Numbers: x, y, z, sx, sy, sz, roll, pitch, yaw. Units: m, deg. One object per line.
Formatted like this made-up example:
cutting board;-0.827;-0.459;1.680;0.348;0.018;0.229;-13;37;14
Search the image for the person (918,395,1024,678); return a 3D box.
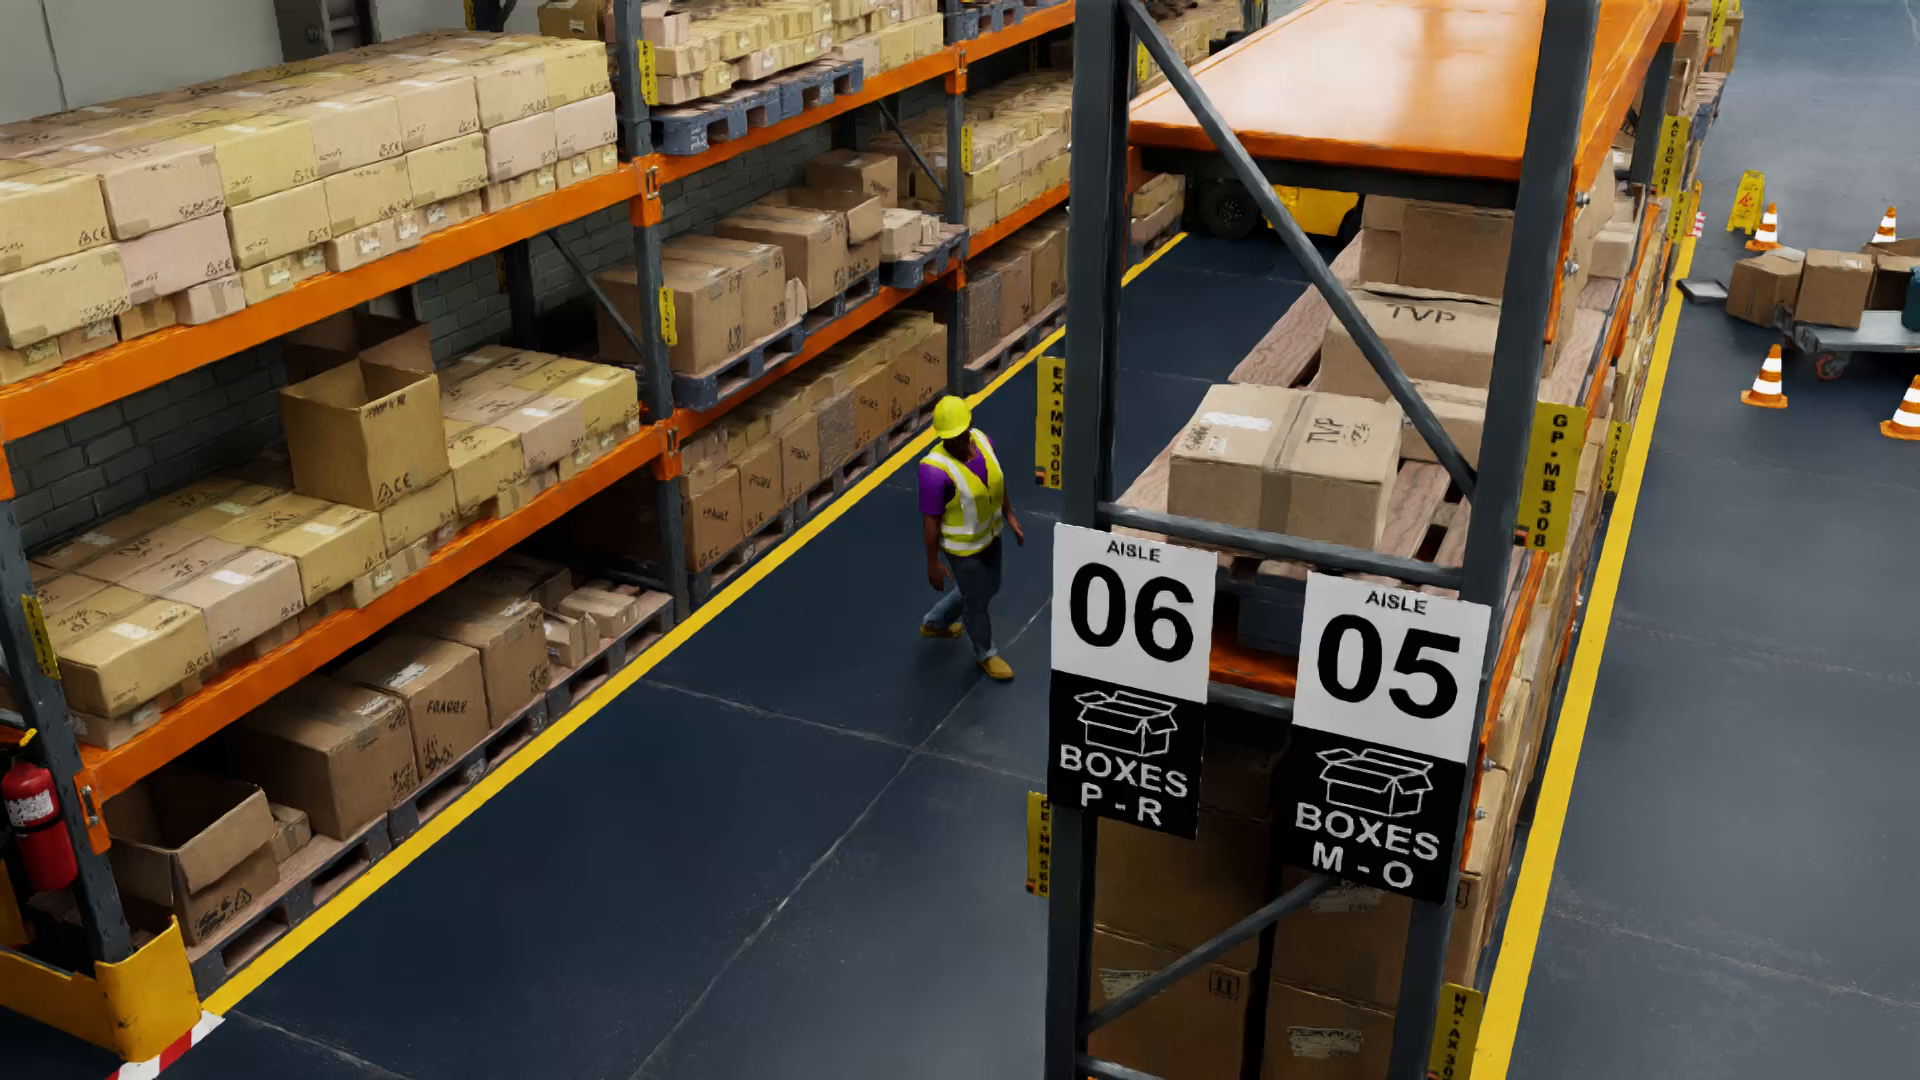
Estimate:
person;0.005;-0.019;9.161;0.622;1.738;0.622;14;29;26
